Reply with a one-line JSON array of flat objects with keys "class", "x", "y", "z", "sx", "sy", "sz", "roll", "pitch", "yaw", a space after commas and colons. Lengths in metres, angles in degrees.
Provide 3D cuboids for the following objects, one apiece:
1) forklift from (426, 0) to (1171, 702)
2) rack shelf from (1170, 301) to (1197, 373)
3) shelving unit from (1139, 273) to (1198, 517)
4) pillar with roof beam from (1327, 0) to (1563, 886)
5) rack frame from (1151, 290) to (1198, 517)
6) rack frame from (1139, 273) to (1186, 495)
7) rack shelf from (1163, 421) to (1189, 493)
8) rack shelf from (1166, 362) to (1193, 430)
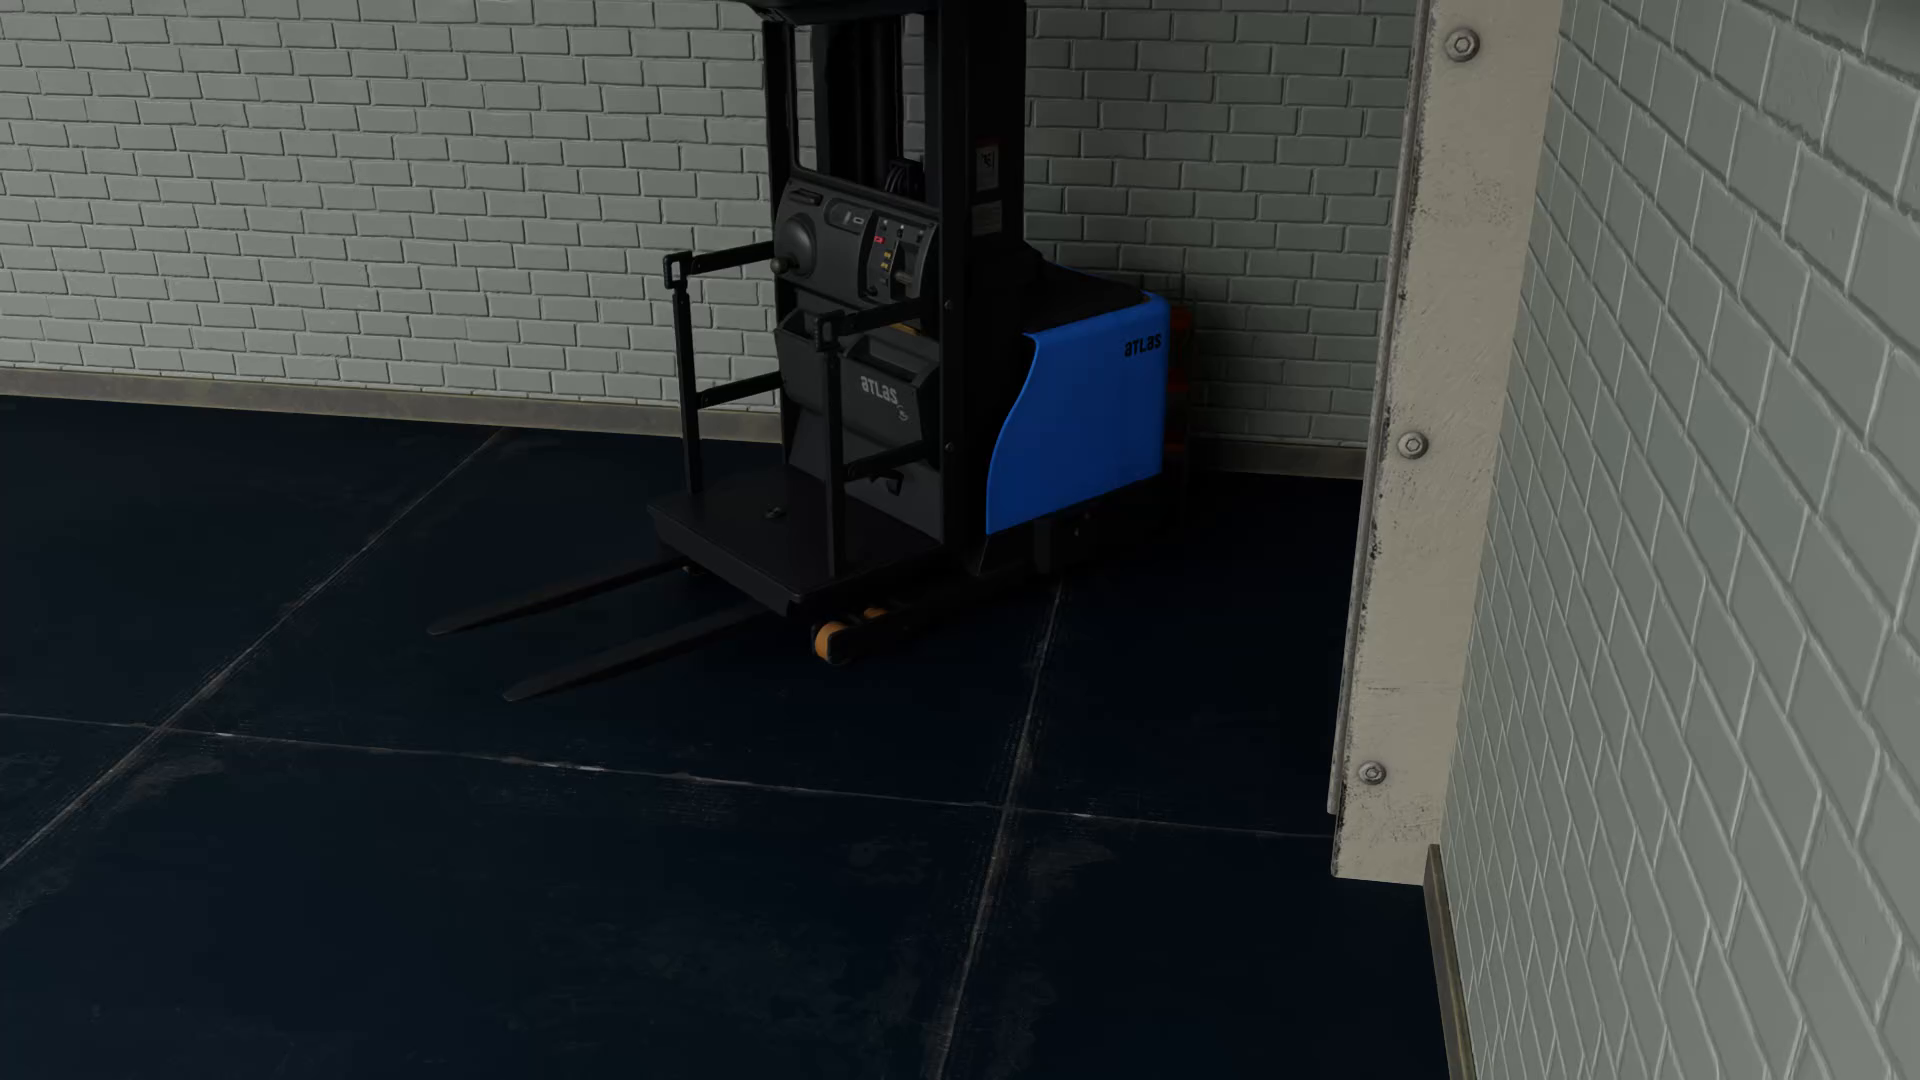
[{"class": "forklift", "x": -0.565, "y": -1.107, "z": 6.157, "sx": 3.031, "sy": 2.935, "sz": 1.130, "roll": -20, "pitch": 31, "yaw": -36}, {"class": "rack shelf", "x": 0.895, "y": -0.878, "z": 7.243, "sx": 0.215, "sy": 0.259, "sz": 0.240, "roll": -2, "pitch": 25, "yaw": -5}, {"class": "shelving unit", "x": 0.895, "y": -0.631, "z": 7.359, "sx": 0.215, "sy": 1.050, "sz": 0.252, "roll": -2, "pitch": 25, "yaw": -5}, {"class": "pillar with roof beam", "x": -2.931, "y": -3.422, "z": 3.946, "sx": 9.100, "sy": 9.000, "sz": 0.400, "roll": 4, "pitch": 25, "yaw": 9}, {"class": "rack frame", "x": 0.906, "y": -0.579, "z": 7.249, "sx": 0.200, "sy": 1.050, "sz": 0.008, "roll": -2, "pitch": 25, "yaw": -5}, {"class": "rack frame", "x": 0.884, "y": -0.683, "z": 7.469, "sx": 0.200, "sy": 1.050, "sz": 0.008, "roll": -2, "pitch": 25, "yaw": -5}, {"class": "rack shelf", "x": 0.895, "y": -0.370, "z": 7.482, "sx": 0.215, "sy": 0.259, "sz": 0.240, "roll": -2, "pitch": 25, "yaw": -5}, {"class": "rack shelf", "x": 0.895, "y": -0.622, "z": 7.364, "sx": 0.215, "sy": 0.259, "sz": 0.240, "roll": -2, "pitch": 25, "yaw": -5}]
